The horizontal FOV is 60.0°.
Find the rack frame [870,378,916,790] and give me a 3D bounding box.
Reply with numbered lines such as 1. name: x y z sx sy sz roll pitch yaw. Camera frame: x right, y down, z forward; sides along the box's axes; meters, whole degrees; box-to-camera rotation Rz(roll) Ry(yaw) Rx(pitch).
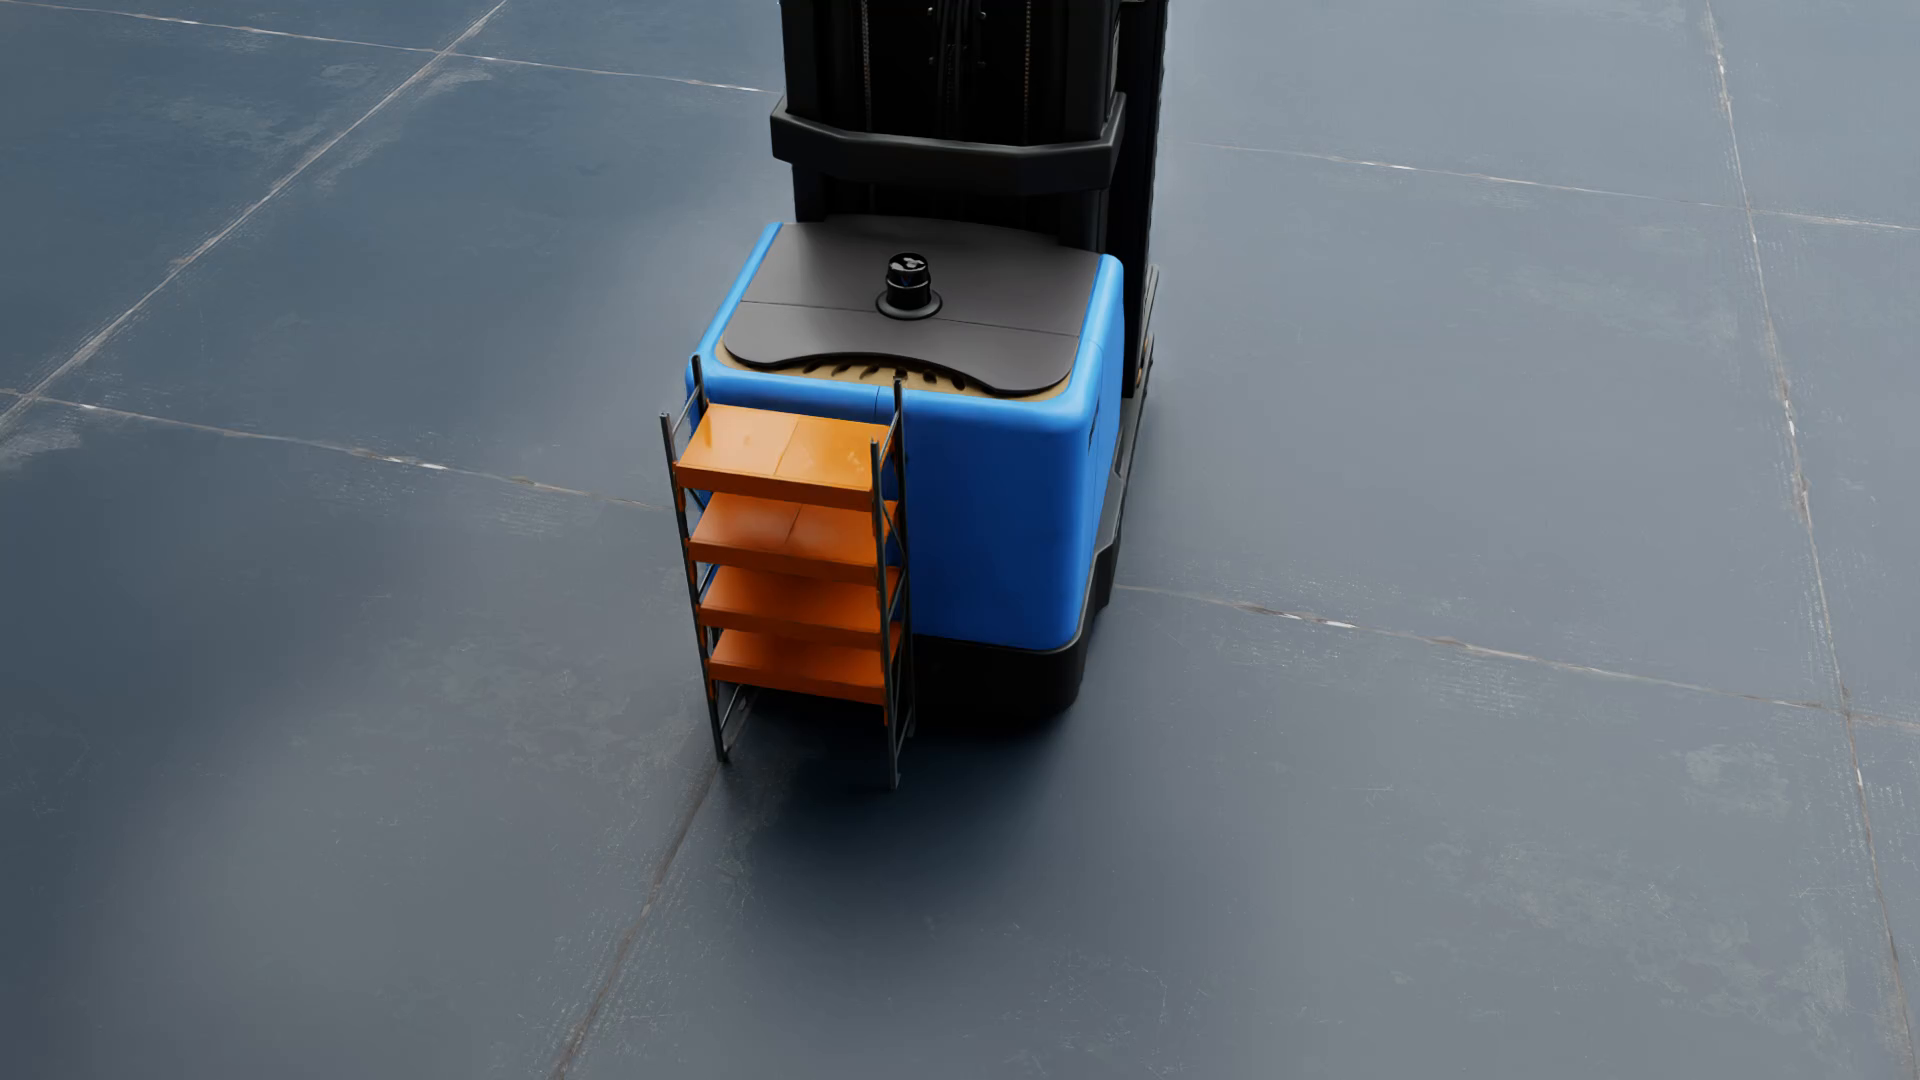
1. rack frame: -0.160 0.150 4.151 0.015 1.200 0.240 8 43 9

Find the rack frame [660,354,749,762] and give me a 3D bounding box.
1. rack frame: -0.637 0.084 4.229 0.015 1.200 0.240 8 43 9

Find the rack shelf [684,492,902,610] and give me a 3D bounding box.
1. rack shelf: -0.400 0.002 4.084 0.480 0.148 0.258 8 43 9

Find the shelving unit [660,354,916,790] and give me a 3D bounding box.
1. shelving unit: -0.399 0.117 4.190 0.503 1.200 0.258 8 43 9

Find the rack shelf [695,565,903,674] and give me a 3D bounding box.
1. rack shelf: -0.398 0.166 4.236 0.480 0.148 0.258 8 43 9

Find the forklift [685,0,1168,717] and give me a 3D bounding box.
1. forklift: 0.081 -1.589 4.884 1.130 2.935 3.031 7 41 8

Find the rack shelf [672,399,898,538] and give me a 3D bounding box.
1. rack shelf: -0.403 -0.172 3.924 0.480 0.148 0.258 8 43 9

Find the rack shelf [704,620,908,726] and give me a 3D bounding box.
1. rack shelf: -0.396 0.313 4.370 0.480 0.148 0.258 8 43 9
